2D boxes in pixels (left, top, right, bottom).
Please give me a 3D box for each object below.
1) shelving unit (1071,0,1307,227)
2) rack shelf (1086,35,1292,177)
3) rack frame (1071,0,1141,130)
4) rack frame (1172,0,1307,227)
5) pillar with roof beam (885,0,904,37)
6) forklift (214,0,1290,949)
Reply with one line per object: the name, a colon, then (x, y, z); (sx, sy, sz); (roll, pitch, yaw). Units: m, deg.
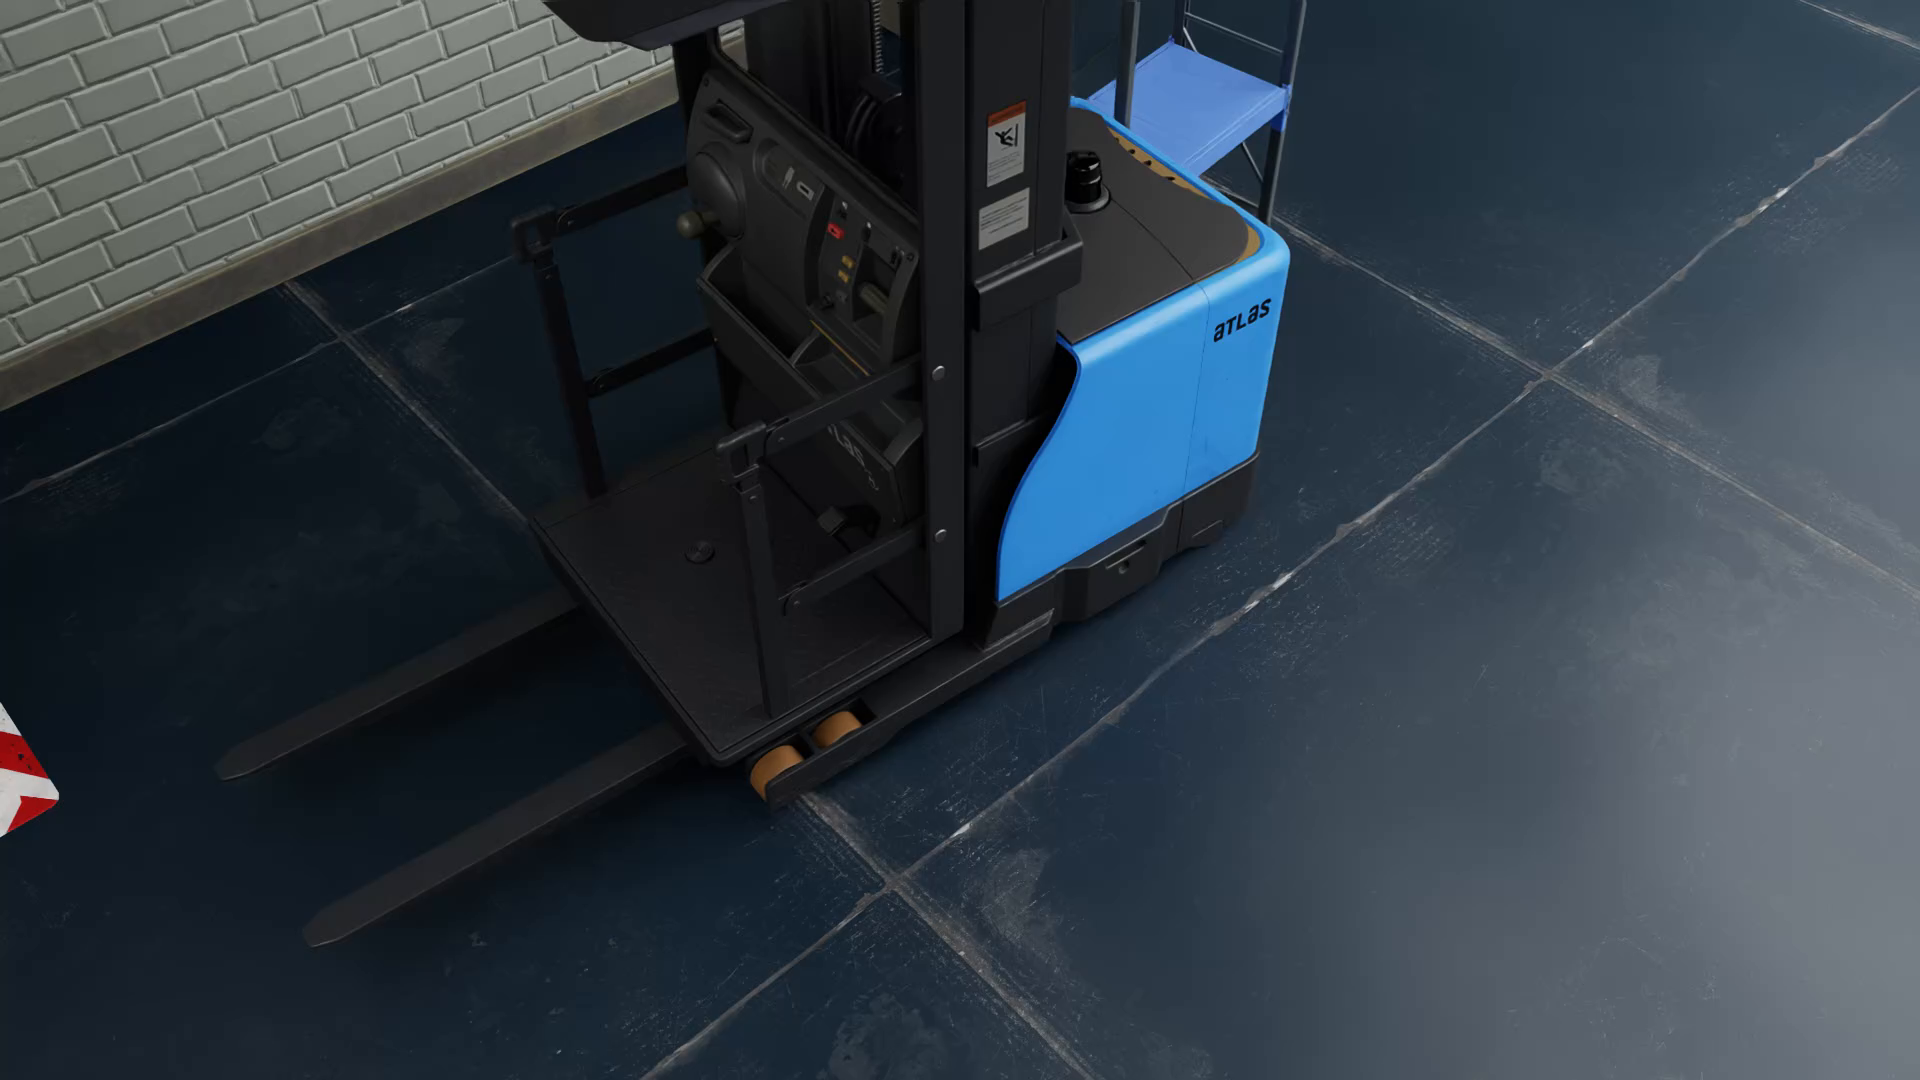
shelving unit: (0.644, -1.494, 5.608); (0.538, 1.500, 1.048); (32, 55, 26)
rack shelf: (0.644, -1.372, 5.740); (0.538, 0.185, 1.000); (32, 55, 26)
rack frame: (0.317, -1.208, 5.344); (0.500, 1.500, 0.032); (32, 55, 26)
rack frame: (0.971, -1.780, 5.872); (0.500, 1.500, 0.032); (32, 55, 26)
pillar with roof beam: (2.706, -3.083, 1.972); (0.400, 9.000, 9.100); (-34, 56, -27)
forklift: (-0.561, -0.712, 3.913); (3.031, 2.935, 1.130); (-29, 53, -24)
